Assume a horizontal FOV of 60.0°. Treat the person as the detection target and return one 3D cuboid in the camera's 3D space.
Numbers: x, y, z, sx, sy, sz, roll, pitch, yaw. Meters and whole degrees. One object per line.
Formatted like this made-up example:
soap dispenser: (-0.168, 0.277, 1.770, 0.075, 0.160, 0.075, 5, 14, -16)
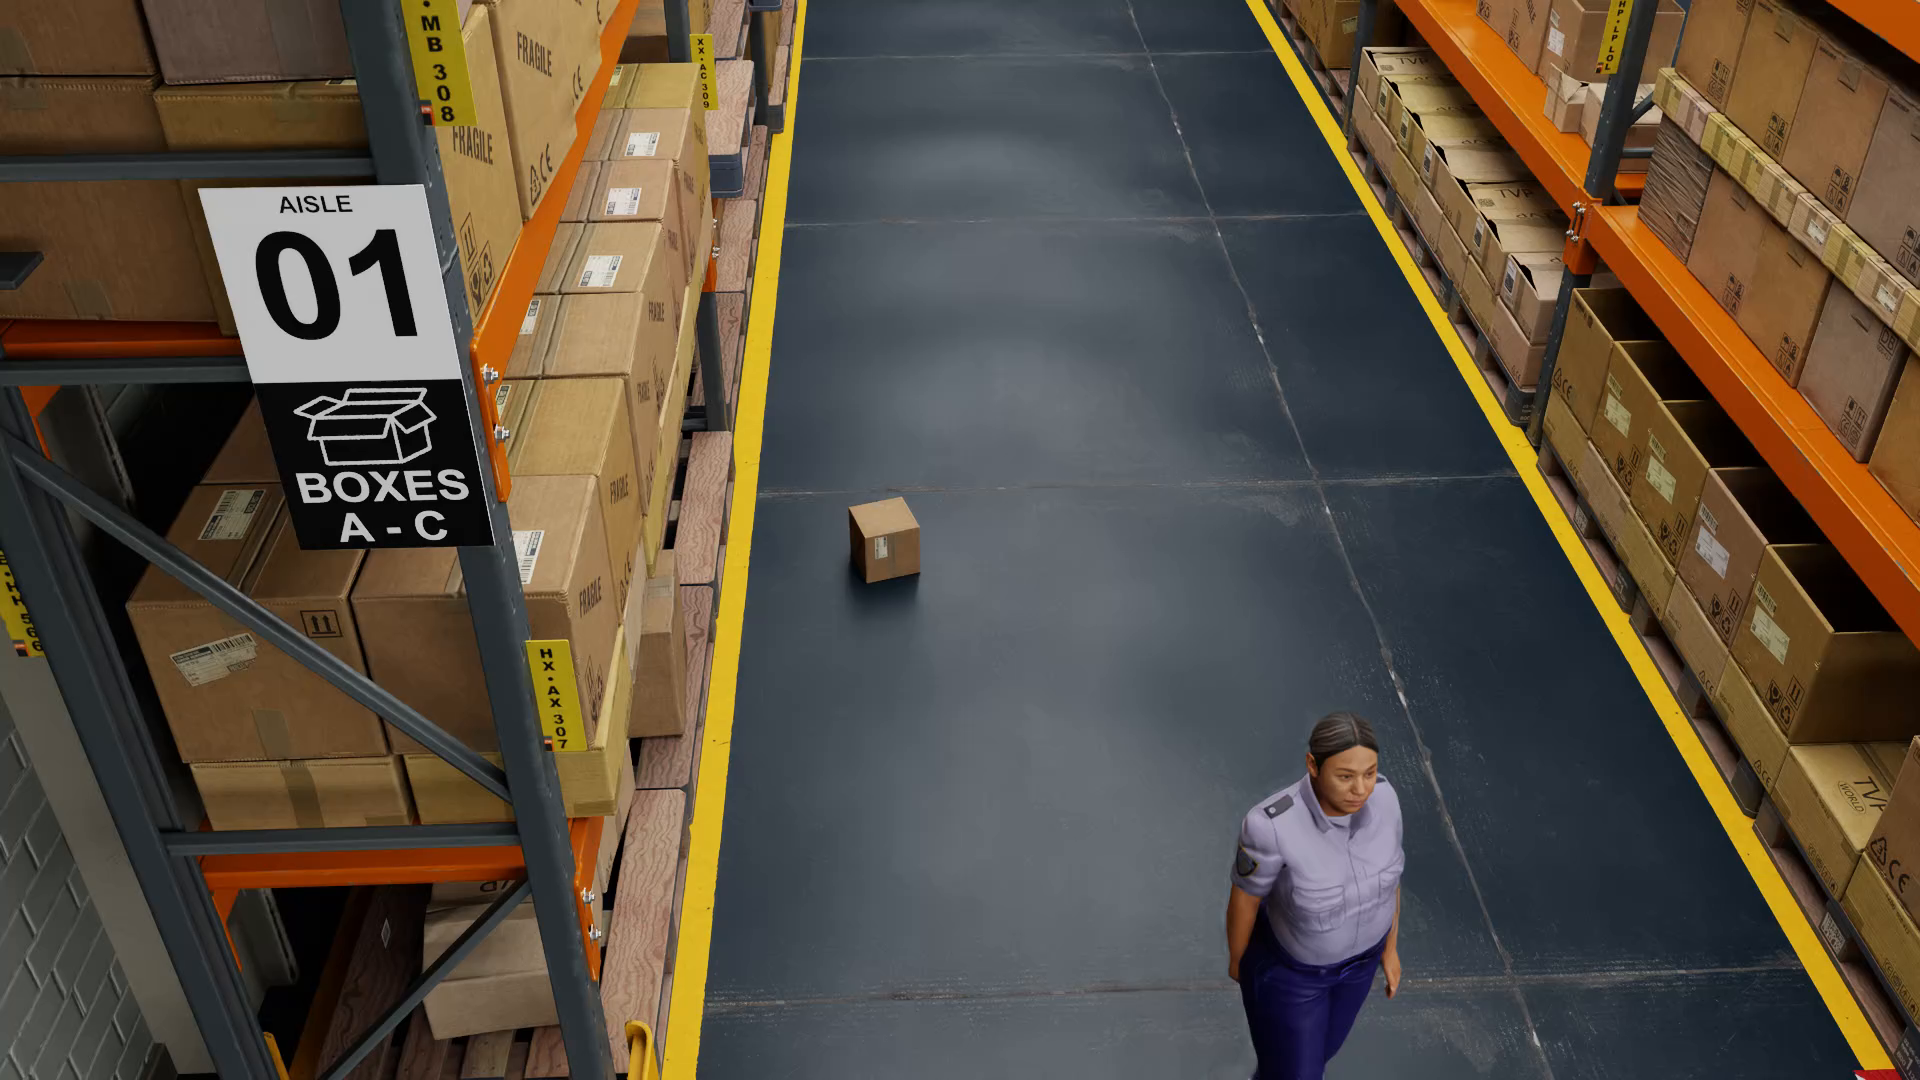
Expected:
person: (0.981, 1.123, 4.477, 0.475, 1.566, 0.438, -16, 39, -21)
